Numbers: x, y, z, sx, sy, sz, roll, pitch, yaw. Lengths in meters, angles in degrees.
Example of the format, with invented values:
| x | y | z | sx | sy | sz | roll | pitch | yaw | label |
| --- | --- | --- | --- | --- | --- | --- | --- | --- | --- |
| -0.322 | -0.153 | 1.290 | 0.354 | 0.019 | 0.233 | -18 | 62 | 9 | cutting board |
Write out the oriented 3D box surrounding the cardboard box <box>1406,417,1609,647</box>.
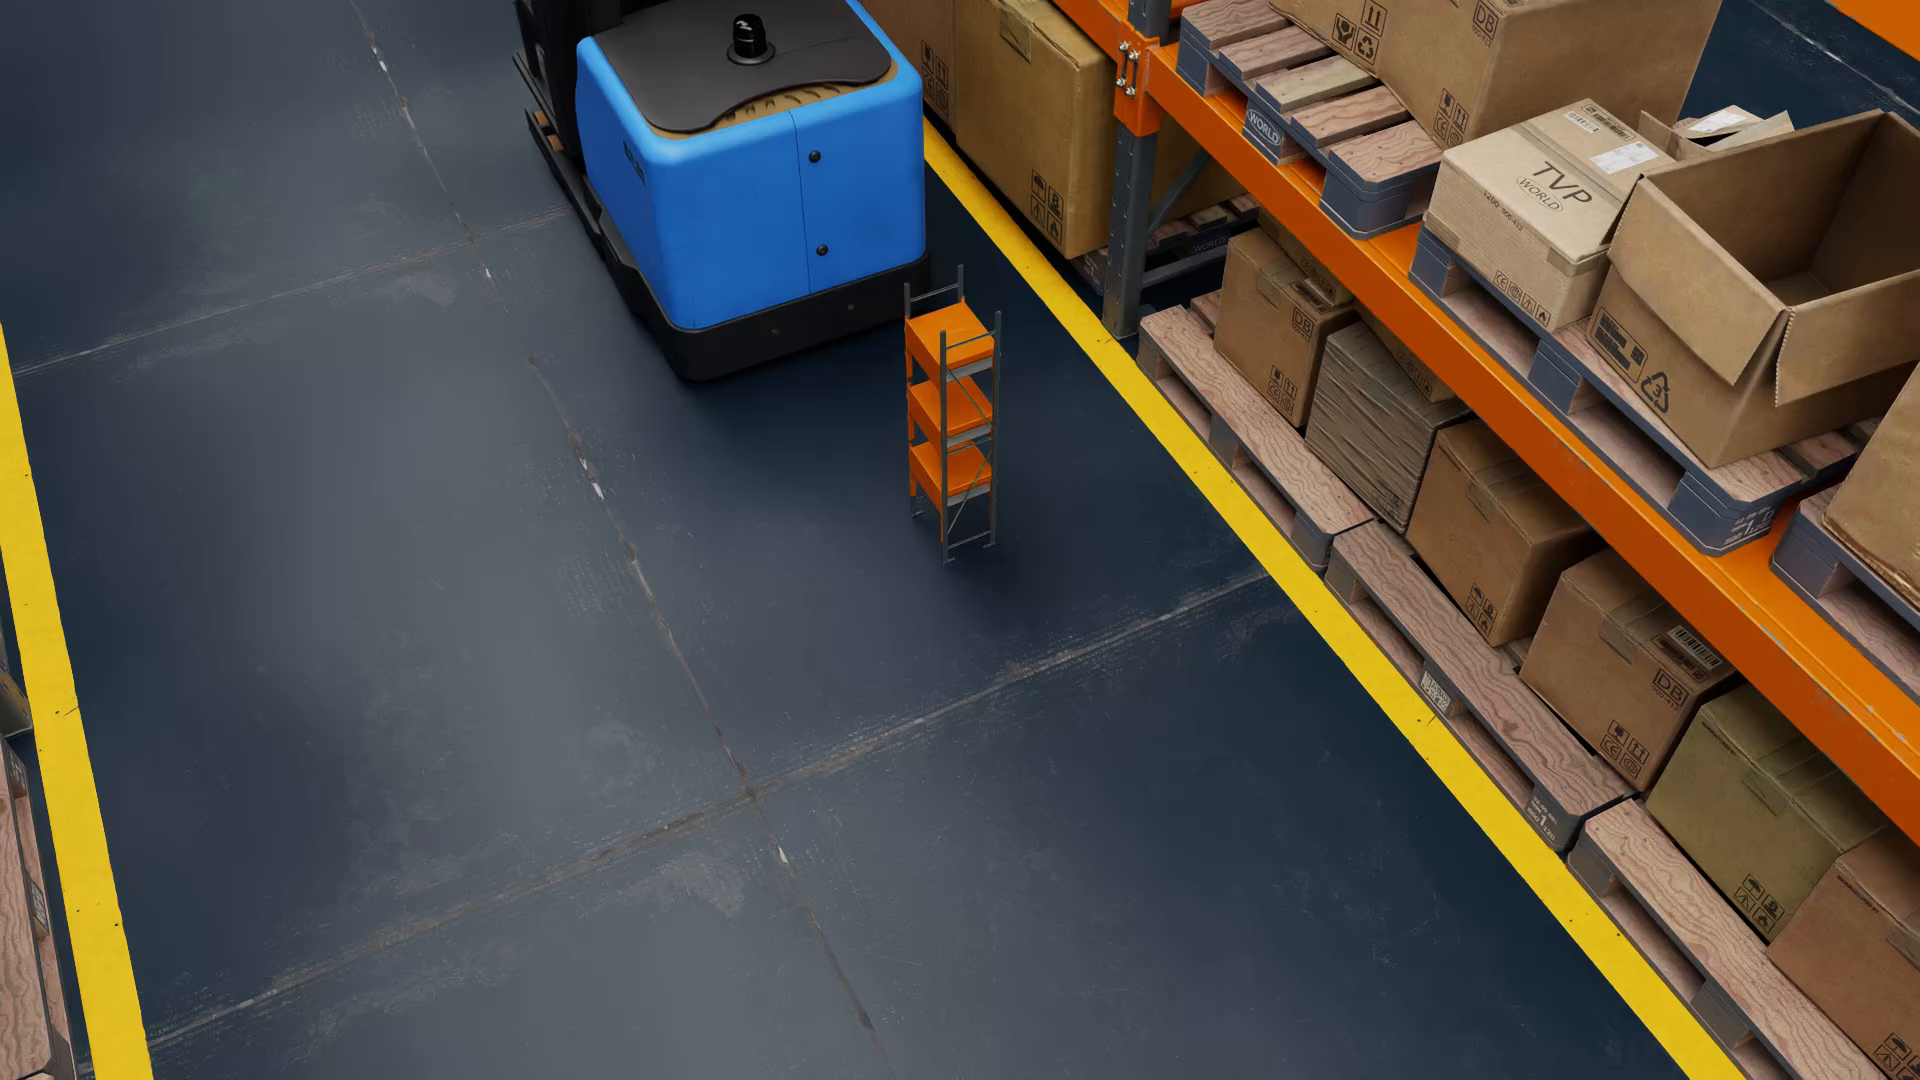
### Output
| x | y | z | sx | sy | sz | roll | pitch | yaw | label |
| --- | --- | --- | --- | --- | --- | --- | --- | --- | --- |
| 1.878 | -0.101 | 5.214 | 0.700 | 0.500 | 0.500 | -17 | 51 | -15 | cardboard box |

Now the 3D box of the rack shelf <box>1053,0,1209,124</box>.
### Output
| x | y | z | sx | sy | sz | roll | pitch | yaw | label |
| --- | --- | --- | --- | --- | --- | --- | --- | --- | --- |
| 0.107 | -3.066 | 6.917 | 1.077 | 0.370 | 4.000 | -21 | 52 | -18 | rack shelf |

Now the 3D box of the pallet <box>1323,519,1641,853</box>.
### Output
| x | y | z | sx | sy | sz | roll | pitch | yaw | label |
| --- | --- | --- | --- | --- | --- | --- | --- | --- | --- |
| 1.933 | 0.293 | 5.354 | 1.003 | 0.211 | 1.213 | -21 | 52 | -18 | pallet |

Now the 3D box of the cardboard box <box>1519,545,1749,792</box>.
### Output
| x | y | z | sx | sy | sz | roll | pitch | yaw | label |
| --- | --- | --- | --- | --- | --- | --- | --- | --- | --- |
| 2.133 | 0.273 | 4.887 | 0.700 | 0.500 | 0.500 | -25 | 53 | -21 | cardboard box |

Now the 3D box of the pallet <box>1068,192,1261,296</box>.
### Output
| x | y | z | sx | sy | sz | roll | pitch | yaw | label |
| --- | --- | --- | --- | --- | --- | --- | --- | --- | --- |
| 0.729 | -1.600 | 7.009 | 1.003 | 0.211 | 1.213 | -21 | 52 | -18 | pallet |

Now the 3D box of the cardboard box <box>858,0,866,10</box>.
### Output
| x | y | z | sx | sy | sz | roll | pitch | yaw | label |
| --- | --- | --- | --- | --- | --- | --- | --- | --- | --- |
| -0.088 | -3.061 | 7.567 | 1.225 | 0.875 | 0.875 | -23 | 53 | -19 | cardboard box |

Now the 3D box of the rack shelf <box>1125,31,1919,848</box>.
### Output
| x | y | z | sx | sy | sz | roll | pitch | yaw | label |
| --- | --- | --- | --- | --- | --- | --- | --- | --- | --- |
| 1.938 | -0.389 | 4.575 | 1.077 | 0.370 | 4.000 | -21 | 52 | -18 | rack shelf |

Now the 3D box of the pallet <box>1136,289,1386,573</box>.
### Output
| x | y | z | sx | sy | sz | roll | pitch | yaw | label |
| --- | --- | --- | --- | --- | --- | --- | --- | --- | --- |
| 1.379 | -0.523 | 6.067 | 1.003 | 0.211 | 1.213 | -21 | 52 | -18 | pallet |

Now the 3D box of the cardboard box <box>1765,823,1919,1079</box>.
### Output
| x | y | z | sx | sy | sz | roll | pitch | yaw | label |
| --- | --- | --- | --- | --- | --- | --- | --- | --- | --- |
| 2.591 | 0.973 | 4.275 | 0.700 | 0.500 | 0.500 | -25 | 53 | -20 | cardboard box |

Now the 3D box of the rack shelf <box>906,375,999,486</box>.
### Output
| x | y | z | sx | sy | sz | roll | pitch | yaw | label |
| --- | --- | --- | --- | --- | --- | --- | --- | --- | --- |
| -0.024 | -0.374 | 5.394 | 0.215 | 0.259 | 0.240 | -21 | 52 | -18 | rack shelf |

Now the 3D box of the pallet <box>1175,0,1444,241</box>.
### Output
| x | y | z | sx | sy | sz | roll | pitch | yaw | label |
| --- | --- | --- | --- | --- | --- | --- | --- | --- | --- |
| 1.443 | -1.461 | 5.162 | 1.213 | 0.211 | 1.003 | -21 | 52 | -18 | pallet |

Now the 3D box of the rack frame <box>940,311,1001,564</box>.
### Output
| x | y | z | sx | sy | sz | roll | pitch | yaw | label |
| --- | --- | --- | --- | --- | --- | --- | --- | --- | --- |
| 0.031 | -0.300 | 5.315 | 0.200 | 1.050 | 0.008 | -21 | 52 | -18 | rack frame |

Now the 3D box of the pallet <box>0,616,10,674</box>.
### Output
| x | y | z | sx | sy | sz | roll | pitch | yaw | label |
| --- | --- | --- | --- | --- | --- | --- | --- | --- | --- |
| -3.779 | 0.147 | 5.482 | 1.003 | 0.211 | 1.213 | -21 | 52 | -18 | pallet |

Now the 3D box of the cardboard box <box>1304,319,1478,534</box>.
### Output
| x | y | z | sx | sy | sz | roll | pitch | yaw | label |
| --- | --- | --- | --- | --- | --- | --- | --- | --- | --- |
| 1.612 | -0.478 | 5.543 | 0.700 | 0.500 | 0.500 | -25 | 53 | -20 | cardboard box |

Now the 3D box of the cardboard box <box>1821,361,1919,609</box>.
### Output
| x | y | z | sx | sy | sz | roll | pitch | yaw | label |
| --- | --- | --- | --- | --- | --- | --- | --- | --- | --- |
| 2.614 | -0.203 | 3.257 | 1.000 | 1.000 | 1.000 | -21 | 52 | -17 | cardboard box |

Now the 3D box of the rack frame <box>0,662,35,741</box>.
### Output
| x | y | z | sx | sy | sz | roll | pitch | yaw | label |
| --- | --- | --- | --- | --- | --- | --- | --- | --- | --- |
| -3.381 | -0.258 | 3.983 | 1.000 | 3.000 | 0.127 | -21 | 52 | -18 | rack frame |

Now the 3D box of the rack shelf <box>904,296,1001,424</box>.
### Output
| x | y | z | sx | sy | sz | roll | pitch | yaw | label |
| --- | --- | --- | --- | --- | --- | --- | --- | --- | --- |
| -0.024 | -0.561 | 5.181 | 0.215 | 0.259 | 0.240 | -21 | 52 | -18 | rack shelf |

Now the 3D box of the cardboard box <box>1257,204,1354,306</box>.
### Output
| x | y | z | sx | sy | sz | roll | pitch | yaw | label |
| --- | --- | --- | --- | --- | --- | --- | --- | --- | --- |
| 1.356 | -1.095 | 5.585 | 0.500 | 0.250 | 0.500 | -19 | 52 | -16 | cardboard box |

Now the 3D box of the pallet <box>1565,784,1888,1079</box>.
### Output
| x | y | z | sx | sy | sz | roll | pitch | yaw | label |
| --- | --- | --- | --- | --- | --- | --- | --- | --- | --- |
| 2.495 | 1.111 | 4.638 | 1.003 | 0.211 | 1.213 | -21 | 52 | -18 | pallet |

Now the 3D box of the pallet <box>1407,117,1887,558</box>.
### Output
| x | y | z | sx | sy | sz | roll | pitch | yaw | label |
| --- | --- | --- | --- | --- | --- | --- | --- | --- | --- |
| 1.965 | -0.590 | 4.401 | 1.003 | 0.211 | 1.213 | -21 | 52 | -18 | pallet |

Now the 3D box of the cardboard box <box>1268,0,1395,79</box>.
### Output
| x | y | z | sx | sy | sz | roll | pitch | yaw | label |
| --- | --- | --- | --- | --- | --- | --- | --- | --- | --- |
| 1.305 | -1.788 | 4.975 | 0.500 | 0.500 | 0.500 | -27 | 54 | -22 | cardboard box |

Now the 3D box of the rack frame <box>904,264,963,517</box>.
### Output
| x | y | z | sx | sy | sz | roll | pitch | yaw | label |
| --- | --- | --- | --- | --- | --- | --- | --- | --- | --- |
| -0.080 | -0.463 | 5.458 | 0.200 | 1.050 | 0.008 | -21 | 52 | -18 | rack frame |

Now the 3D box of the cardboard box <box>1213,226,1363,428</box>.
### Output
| x | y | z | sx | sy | sz | roll | pitch | yaw | label |
| --- | --- | --- | --- | --- | --- | --- | --- | --- | --- |
| 1.347 | -0.844 | 5.864 | 0.700 | 0.500 | 0.500 | -24 | 53 | -19 | cardboard box |

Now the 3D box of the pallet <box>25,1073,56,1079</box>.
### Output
| x | y | z | sx | sy | sz | roll | pitch | yaw | label |
| --- | --- | --- | --- | --- | --- | --- | --- | --- | --- |
| -2.507 | 2.007 | 3.854 | 1.003 | 0.211 | 1.213 | -21 | 52 | -18 | pallet |

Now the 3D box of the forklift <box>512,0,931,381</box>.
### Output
| x | y | z | sx | sy | sz | roll | pitch | yaw | label |
| --- | --- | --- | --- | --- | --- | --- | --- | --- | --- |
| -1.221 | -2.677 | 6.144 | 1.130 | 2.935 | 3.031 | -21 | 52 | -17 | forklift |

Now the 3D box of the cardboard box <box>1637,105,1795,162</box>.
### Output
| x | y | z | sx | sy | sz | roll | pitch | yaw | label |
| --- | --- | --- | --- | --- | --- | --- | --- | --- | --- |
| 2.026 | -1.035 | 4.473 | 0.396 | 0.266 | 0.258 | -23 | 53 | -19 | cardboard box |

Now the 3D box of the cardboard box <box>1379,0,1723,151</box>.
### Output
| x | y | z | sx | sy | sz | roll | pitch | yaw | label |
| --- | --- | --- | --- | --- | --- | --- | --- | --- | --- |
| 1.650 | -1.448 | 4.679 | 0.700 | 0.500 | 0.500 | -14 | 50 | -12 | cardboard box |

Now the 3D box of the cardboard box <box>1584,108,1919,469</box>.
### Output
| x | y | z | sx | sy | sz | roll | pitch | yaw | label |
| --- | --- | --- | --- | --- | --- | --- | --- | --- | --- |
| 1.978 | -0.588 | 3.924 | 0.797 | 0.503 | 0.637 | -16 | 51 | -14 | cardboard box |

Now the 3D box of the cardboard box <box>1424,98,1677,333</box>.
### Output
| x | y | z | sx | sy | sz | roll | pitch | yaw | label |
| --- | --- | --- | --- | --- | --- | --- | --- | --- | --- |
| 1.585 | -0.852 | 4.323 | 0.500 | 0.250 | 0.500 | -23 | 53 | -19 | cardboard box |

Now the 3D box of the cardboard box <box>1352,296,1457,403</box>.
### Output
| x | y | z | sx | sy | sz | roll | pitch | yaw | label |
| --- | --- | --- | --- | --- | --- | --- | --- | --- | --- |
| 1.608 | -0.743 | 5.277 | 0.500 | 0.250 | 0.500 | -16 | 51 | -13 | cardboard box |

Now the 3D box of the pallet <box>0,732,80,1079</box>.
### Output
| x | y | z | sx | sy | sz | roll | pitch | yaw | label |
| --- | --- | --- | --- | --- | --- | --- | --- | --- | --- |
| -3.061 | 1.192 | 4.567 | 1.003 | 0.211 | 1.213 | -21 | 52 | -18 | pallet |

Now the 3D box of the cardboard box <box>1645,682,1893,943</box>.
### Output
| x | y | z | sx | sy | sz | roll | pitch | yaw | label |
| --- | --- | --- | --- | --- | --- | --- | --- | --- | --- |
| 2.390 | 0.647 | 4.560 | 0.700 | 0.500 | 0.500 | -21 | 52 | -18 | cardboard box |

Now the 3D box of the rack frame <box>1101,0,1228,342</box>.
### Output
| x | y | z | sx | sy | sz | roll | pitch | yaw | label |
| --- | --- | --- | --- | --- | --- | --- | --- | --- | --- |
| 1.023 | -1.964 | 5.475 | 1.000 | 3.000 | 0.127 | -21 | 52 | -18 | rack frame |

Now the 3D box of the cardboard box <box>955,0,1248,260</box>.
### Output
| x | y | z | sx | sy | sz | roll | pitch | yaw | label |
| --- | --- | --- | --- | --- | --- | --- | --- | --- | --- |
| 0.725 | -1.872 | 6.527 | 1.225 | 0.875 | 0.875 | -23 | 53 | -19 | cardboard box |

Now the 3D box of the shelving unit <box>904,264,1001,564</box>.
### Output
| x | y | z | sx | sy | sz | roll | pitch | yaw | label |
| --- | --- | --- | --- | --- | --- | --- | --- | --- | --- |
| -0.024 | -0.381 | 5.386 | 0.215 | 1.050 | 0.252 | -21 | 52 | -18 | shelving unit |

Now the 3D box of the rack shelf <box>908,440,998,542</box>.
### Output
| x | y | z | sx | sy | sz | roll | pitch | yaw | label |
| --- | --- | --- | --- | --- | --- | --- | --- | --- | --- |
| -0.024 | -0.192 | 5.603 | 0.215 | 0.259 | 0.240 | -21 | 52 | -18 | rack shelf |

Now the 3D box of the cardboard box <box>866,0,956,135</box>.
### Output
| x | y | z | sx | sy | sz | roll | pitch | yaw | label |
| --- | --- | --- | --- | --- | --- | --- | --- | --- | --- |
| 0.324 | -2.471 | 7.051 | 1.225 | 0.875 | 0.875 | -21 | 52 | -17 | cardboard box |

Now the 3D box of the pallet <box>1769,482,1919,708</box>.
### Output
| x | y | z | sx | sy | sz | roll | pitch | yaw | label |
| --- | --- | --- | --- | --- | --- | --- | --- | --- | --- |
| 2.633 | 0.215 | 3.697 | 1.003 | 0.211 | 1.213 | -21 | 52 | -18 | pallet |
